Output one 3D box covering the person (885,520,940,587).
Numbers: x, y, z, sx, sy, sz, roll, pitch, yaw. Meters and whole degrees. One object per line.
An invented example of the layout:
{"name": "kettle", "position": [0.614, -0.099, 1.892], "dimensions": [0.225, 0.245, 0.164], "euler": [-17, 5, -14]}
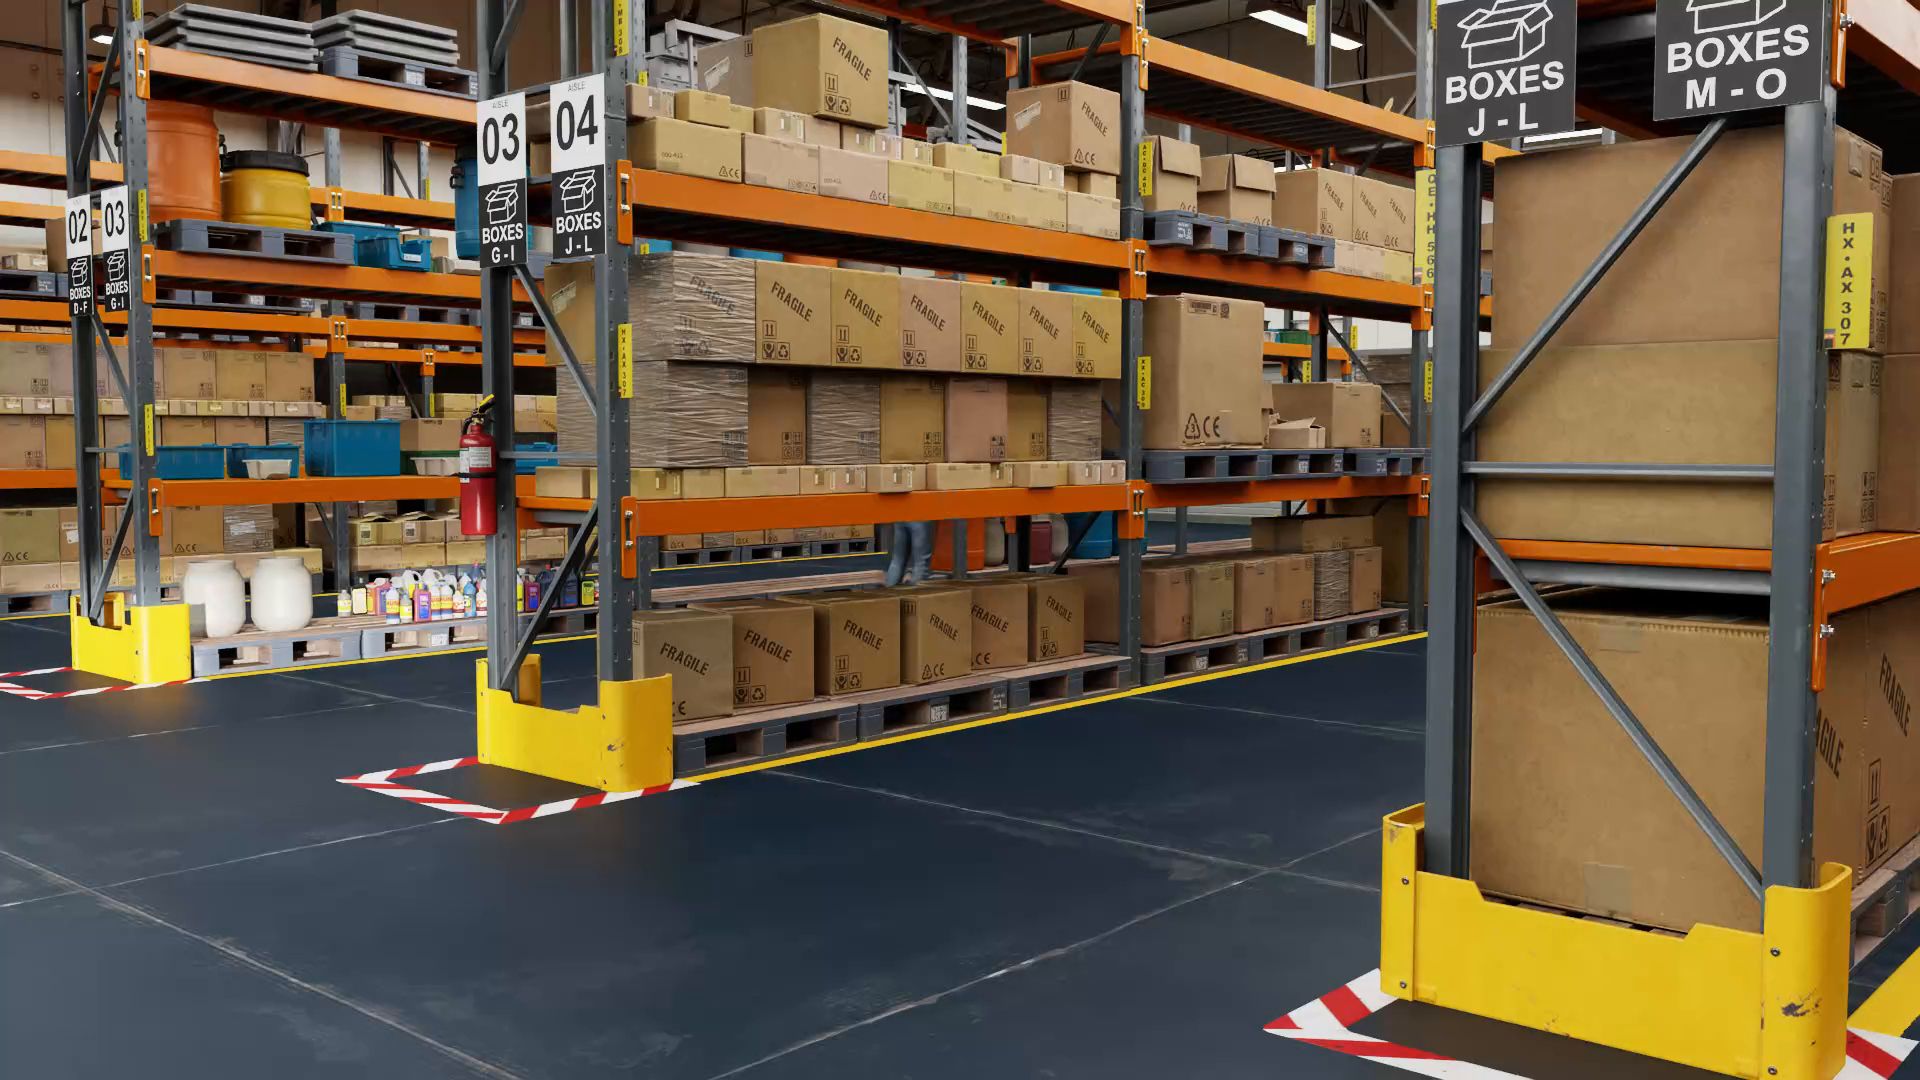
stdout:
{"name": "person", "position": [-0.383, -0.176, 14.335], "dimensions": [0.644, 1.777, 0.370], "euler": [3, 5, 43]}
